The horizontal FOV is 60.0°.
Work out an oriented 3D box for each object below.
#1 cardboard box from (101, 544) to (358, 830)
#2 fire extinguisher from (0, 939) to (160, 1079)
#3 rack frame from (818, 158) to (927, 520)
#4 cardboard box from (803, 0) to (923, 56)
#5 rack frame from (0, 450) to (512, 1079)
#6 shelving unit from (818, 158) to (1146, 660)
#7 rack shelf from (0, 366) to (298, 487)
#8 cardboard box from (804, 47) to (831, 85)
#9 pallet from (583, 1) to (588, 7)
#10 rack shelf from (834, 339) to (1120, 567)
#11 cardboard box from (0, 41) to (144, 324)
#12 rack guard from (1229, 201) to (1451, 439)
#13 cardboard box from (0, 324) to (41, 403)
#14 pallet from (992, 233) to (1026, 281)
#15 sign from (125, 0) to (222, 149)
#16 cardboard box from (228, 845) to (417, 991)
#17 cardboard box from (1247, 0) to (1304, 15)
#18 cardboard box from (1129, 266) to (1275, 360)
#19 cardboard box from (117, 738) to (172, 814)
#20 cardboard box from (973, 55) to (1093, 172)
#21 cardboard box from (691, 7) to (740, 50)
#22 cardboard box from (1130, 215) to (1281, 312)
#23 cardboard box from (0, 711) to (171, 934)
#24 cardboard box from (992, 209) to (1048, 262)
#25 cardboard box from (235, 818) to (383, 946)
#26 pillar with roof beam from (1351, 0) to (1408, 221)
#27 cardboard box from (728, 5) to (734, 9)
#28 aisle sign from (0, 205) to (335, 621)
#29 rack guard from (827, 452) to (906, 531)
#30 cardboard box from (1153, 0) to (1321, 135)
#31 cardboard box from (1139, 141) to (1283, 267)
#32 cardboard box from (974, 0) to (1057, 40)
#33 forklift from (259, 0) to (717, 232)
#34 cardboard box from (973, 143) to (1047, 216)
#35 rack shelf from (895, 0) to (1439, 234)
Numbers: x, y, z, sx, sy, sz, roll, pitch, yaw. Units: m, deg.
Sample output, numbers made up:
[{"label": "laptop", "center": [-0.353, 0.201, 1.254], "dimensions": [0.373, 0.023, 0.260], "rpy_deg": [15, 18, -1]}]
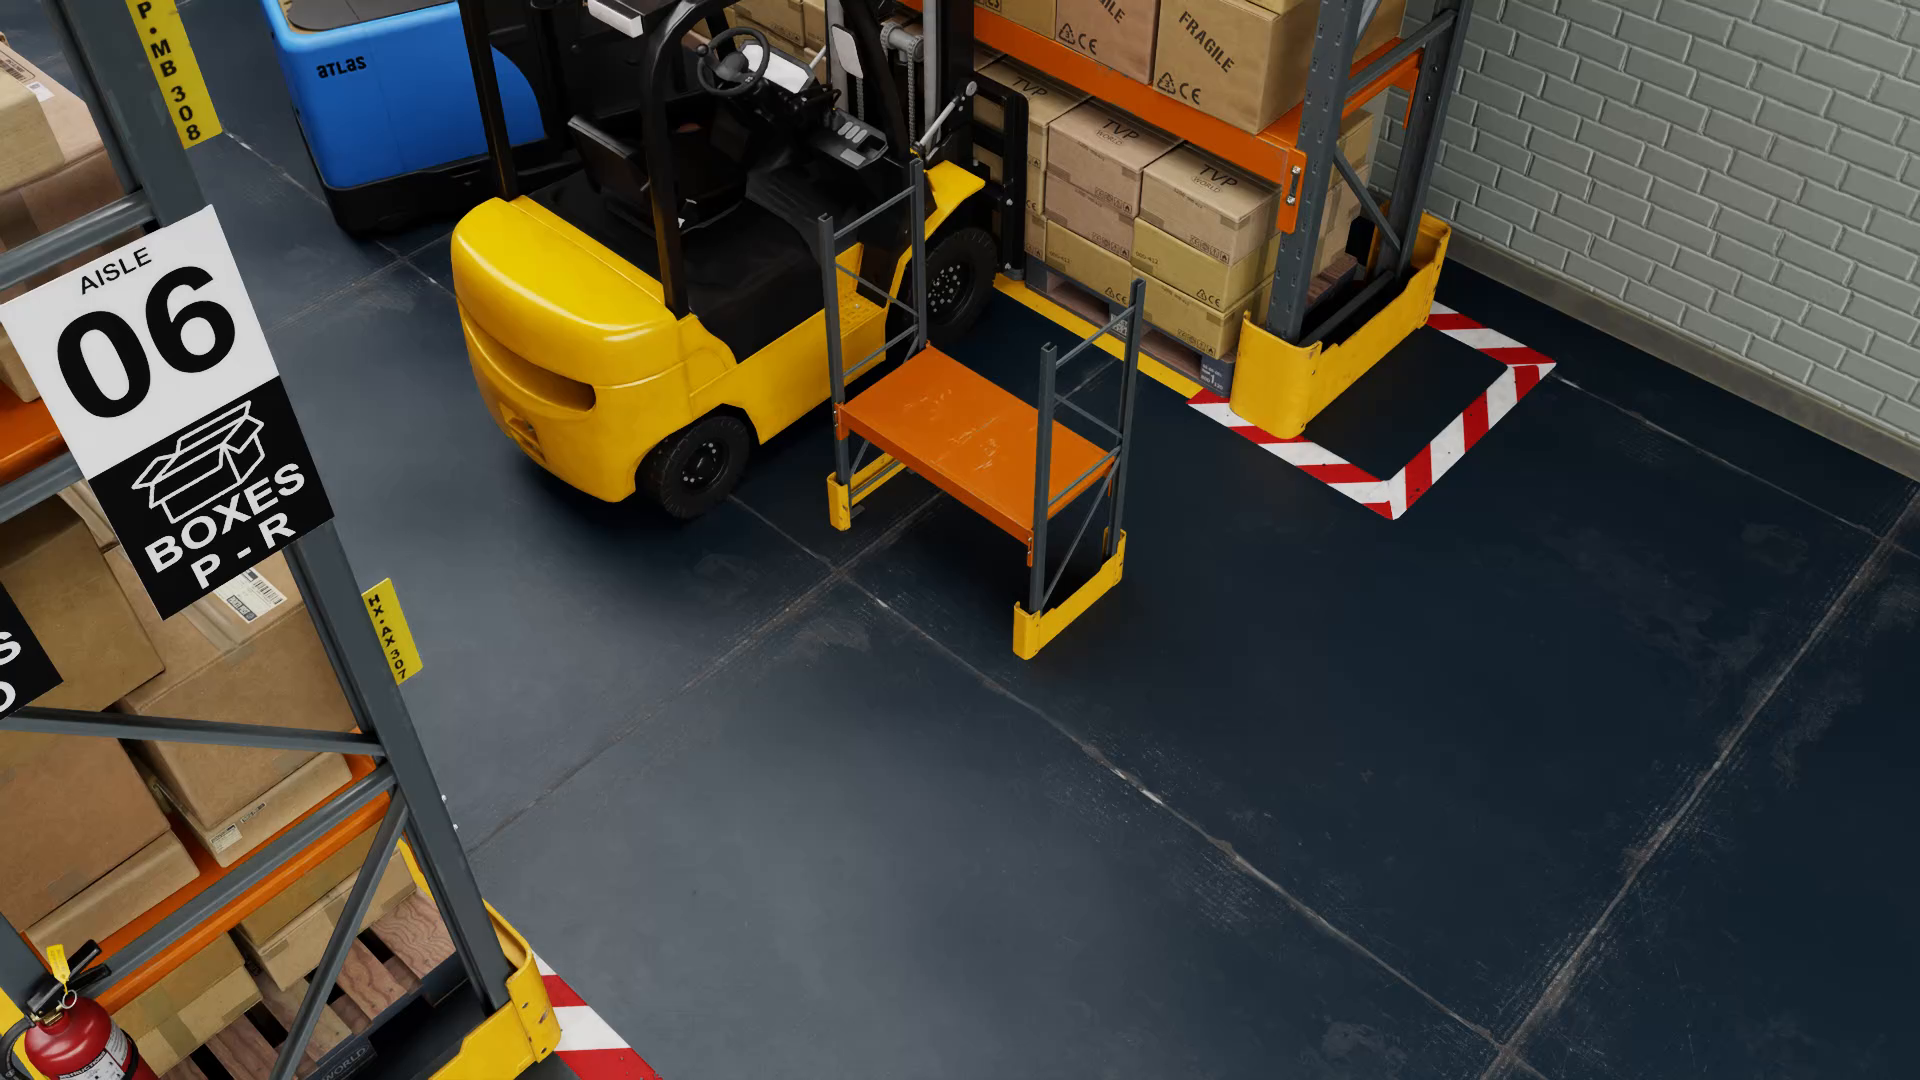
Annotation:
[{"label": "cardboard box", "center": [-1.864, 0.292, 4.146], "dimensions": [0.500, 0.500, 0.500], "rpy_deg": [33, 55, 27]}, {"label": "fire extinguisher", "center": [-1.933, 1.141, 3.674], "dimensions": [0.183, 0.674, 0.296], "rpy_deg": [34, 55, 28]}, {"label": "rack frame", "center": [-0.311, -0.723, 6.400], "dimensions": [0.032, 1.500, 0.500], "rpy_deg": [34, 55, 28]}, {"label": "cardboard box", "center": [-0.395, -2.467, 7.921], "dimensions": [0.500, 0.250, 0.500], "rpy_deg": [36, 56, 29]}, {"label": "rack frame", "center": [-1.704, 0.811, 3.931], "dimensions": [0.127, 3.000, 1.000], "rpy_deg": [34, 55, 28]}, {"label": "shelving unit", "center": [0.056, -0.476, 6.168], "dimensions": [1.083, 1.500, 0.587], "rpy_deg": [34, 55, 28]}, {"label": "rack shelf", "center": [-3.174, -0.958, 4.028], "dimensions": [4.000, 0.370, 1.077], "rpy_deg": [34, 55, 28]}, {"label": "cardboard box", "center": [-0.401, -2.294, 8.102], "dimensions": [0.500, 0.250, 0.500], "rpy_deg": [33, 55, 27]}, {"label": "pallet", "center": [-1.848, -3.217, 9.625], "dimensions": [1.213, 0.211, 1.003], "rpy_deg": [34, 55, 28]}, {"label": "rack shelf", "center": [0.063, -0.348, 6.295], "dimensions": [1.000, 0.185, 0.538], "rpy_deg": [34, 55, 28]}, {"label": "cardboard box", "center": [-1.893, -0.658, 3.151], "dimensions": [0.500, 0.250, 0.500], "rpy_deg": [33, 55, 27]}, {"label": "rack guard", "center": [1.677, -0.983, 7.330], "dimensions": [0.348, 0.500, 1.175], "rpy_deg": [34, 55, 28]}, {"label": "cardboard box", "center": [-1.728, -0.468, 3.246], "dimensions": [0.250, 0.149, 0.380], "rpy_deg": [34, 55, 28]}, {"label": "pallet", "center": [0.177, -1.855, 8.346], "dimensions": [1.213, 0.211, 1.003], "rpy_deg": [34, 55, 28]}, {"label": "sign", "center": [-1.337, -0.806, 2.792], "dimensions": [0.005, 0.325, 0.100], "rpy_deg": [34, 55, 28]}, {"label": "cardboard box", "center": [-2.110, 1.061, 5.294], "dimensions": [0.500, 0.250, 0.500], "rpy_deg": [33, 55, 27]}, {"label": "cardboard box", "center": [1.215, -2.128, 6.177], "dimensions": [0.250, 0.149, 0.380], "rpy_deg": [35, 56, 28]}, {"label": "cardboard box", "center": [1.100, -1.116, 7.338], "dimensions": [0.500, 0.250, 0.500], "rpy_deg": [34, 56, 28]}, {"label": "cardboard box", "center": [-2.009, 0.501, 4.394], "dimensions": [0.250, 0.149, 0.380], "rpy_deg": [35, 56, 28]}, {"label": "cardboard box", "center": [0.353, -1.949, 7.435], "dimensions": [0.500, 0.250, 0.500], "rpy_deg": [35, 56, 28]}, {"label": "cardboard box", "center": [-1.134, -2.797, 8.574], "dimensions": [0.500, 0.250, 0.500], "rpy_deg": [34, 55, 28]}, {"label": "cardboard box", "center": [1.090, -1.297, 7.165], "dimensions": [0.500, 0.250, 0.500], "rpy_deg": [33, 55, 27]}, {"label": "cardboard box", "center": [-2.290, 0.554, 3.900], "dimensions": [0.500, 0.500, 0.500], "rpy_deg": [33, 55, 27]}, {"label": "cardboard box", "center": [0.379, -1.619, 7.810], "dimensions": [0.500, 0.250, 0.500], "rpy_deg": [35, 56, 28]}, {"label": "cardboard box", "center": [-2.127, 0.793, 5.031], "dimensions": [0.500, 0.500, 0.500], "rpy_deg": [32, 55, 27]}, {"label": "pillar with roof beam", "center": [-1.161, -2.424, 2.854], "dimensions": [0.400, 9.000, 9.100], "rpy_deg": [34, 55, 28]}, {"label": "cardboard box", "center": [-1.137, -2.965, 8.389], "dimensions": [0.500, 0.250, 0.500], "rpy_deg": [33, 55, 27]}, {"label": "aisle sign", "center": [-1.449, -0.214, 3.110], "dimensions": [0.004, 0.787, 0.394], "rpy_deg": [34, 55, 28]}, {"label": "rack guard", "center": [-0.310, -0.294, 6.855], "dimensions": [0.087, 0.250, 0.587], "rpy_deg": [34, 55, 28]}, {"label": "cardboard box", "center": [1.120, -1.987, 6.489], "dimensions": [0.500, 0.500, 0.500], "rpy_deg": [33, 55, 27]}, {"label": "cardboard box", "center": [1.109, -1.455, 6.971], "dimensions": [0.500, 0.250, 0.500], "rpy_deg": [36, 56, 29]}, {"label": "cardboard box", "center": [0.368, -2.502, 6.973], "dimensions": [0.500, 0.500, 0.500], "rpy_deg": [33, 55, 27]}, {"label": "forklift", "center": [-1.860, -3.253, 7.794], "dimensions": [3.031, 2.935, 1.130], "rpy_deg": [-20, 50, -18]}, {"label": "cardboard box", "center": [0.335, -1.795, 7.633], "dimensions": [0.500, 0.250, 0.500], "rpy_deg": [33, 55, 27]}, {"label": "rack shelf", "center": [0.190, -2.593, 7.620], "dimensions": [4.000, 0.370, 1.077], "rpy_deg": [34, 55, 28]}]
